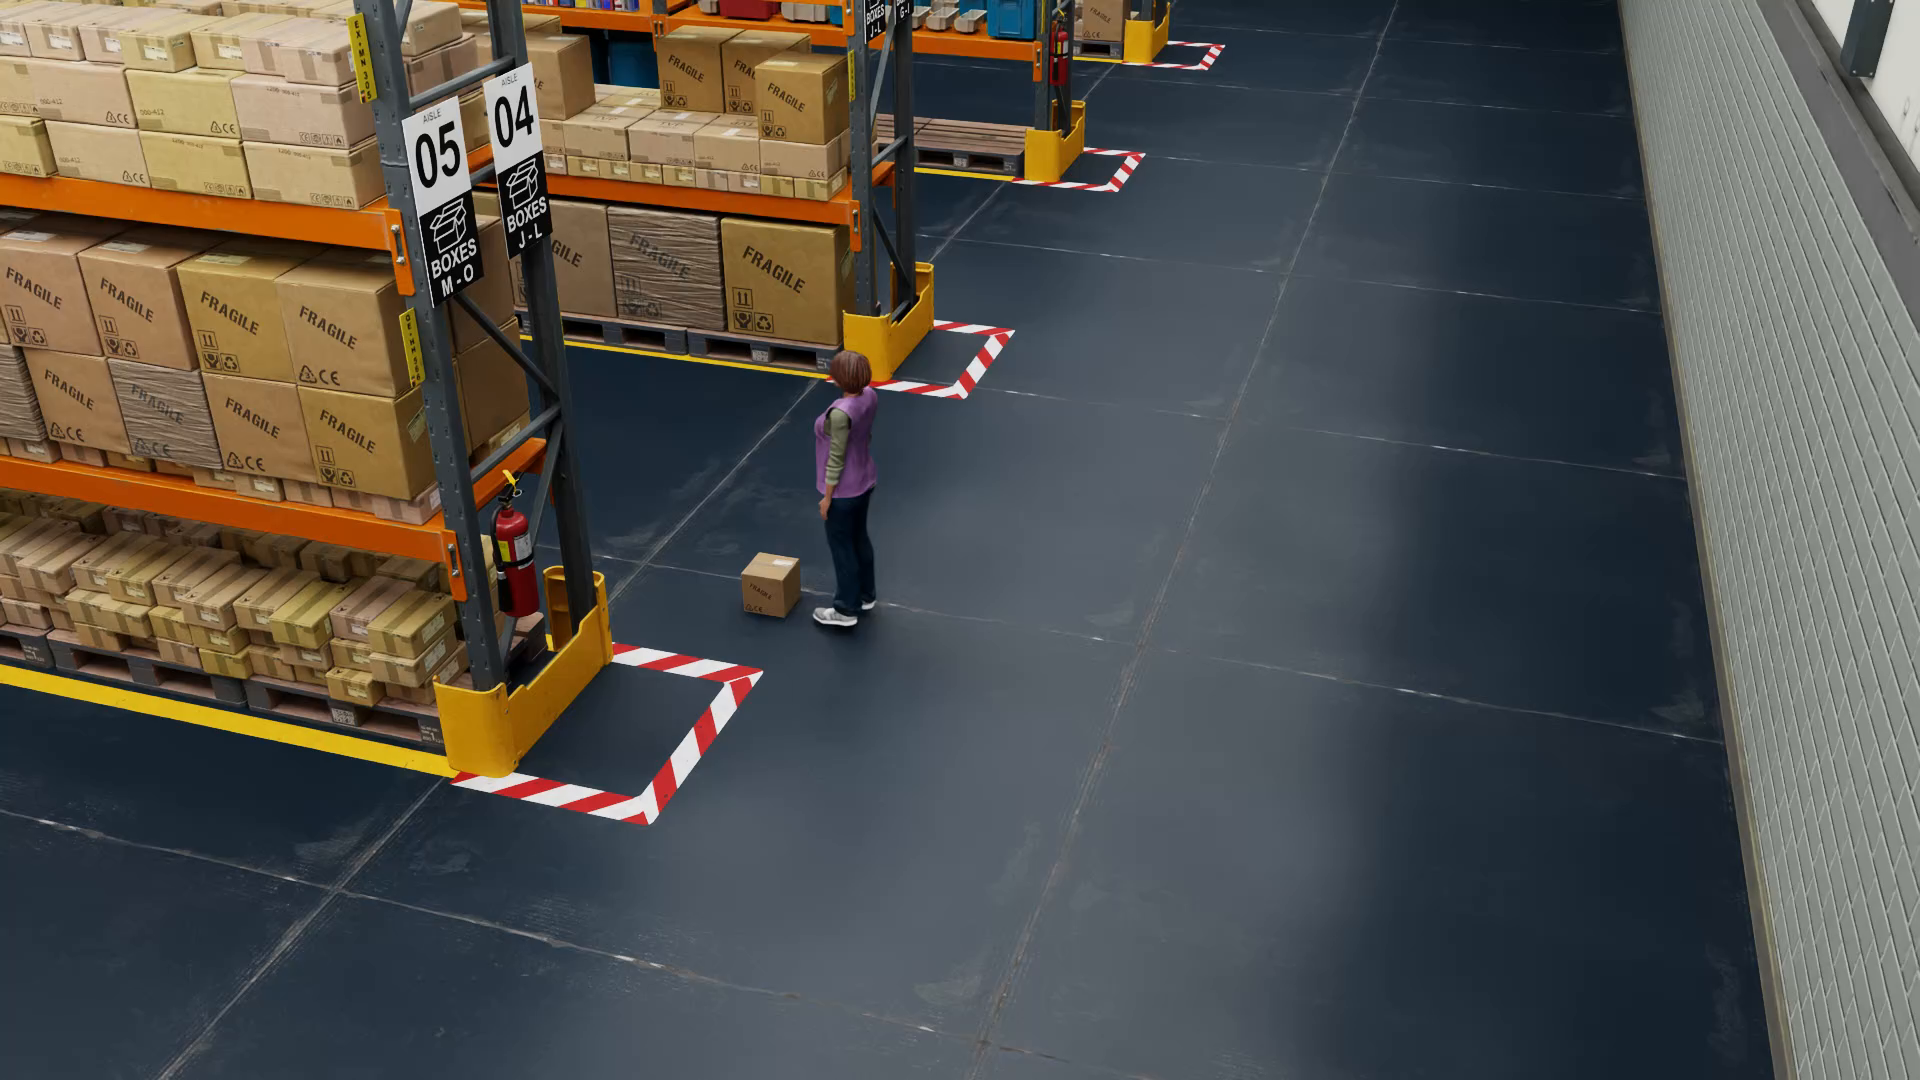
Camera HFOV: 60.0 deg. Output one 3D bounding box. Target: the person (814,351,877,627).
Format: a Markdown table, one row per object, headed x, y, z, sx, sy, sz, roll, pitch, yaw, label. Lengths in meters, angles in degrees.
| x | y | z | sx | sy | sz | roll | pitch | yaw | label |
| --- | --- | --- | --- | --- | --- | --- | --- | --- | --- |
| -0.619 | -0.274 | 8.949 | 0.320 | 1.604 | 0.412 | 9 | 31 | 15 | person |
